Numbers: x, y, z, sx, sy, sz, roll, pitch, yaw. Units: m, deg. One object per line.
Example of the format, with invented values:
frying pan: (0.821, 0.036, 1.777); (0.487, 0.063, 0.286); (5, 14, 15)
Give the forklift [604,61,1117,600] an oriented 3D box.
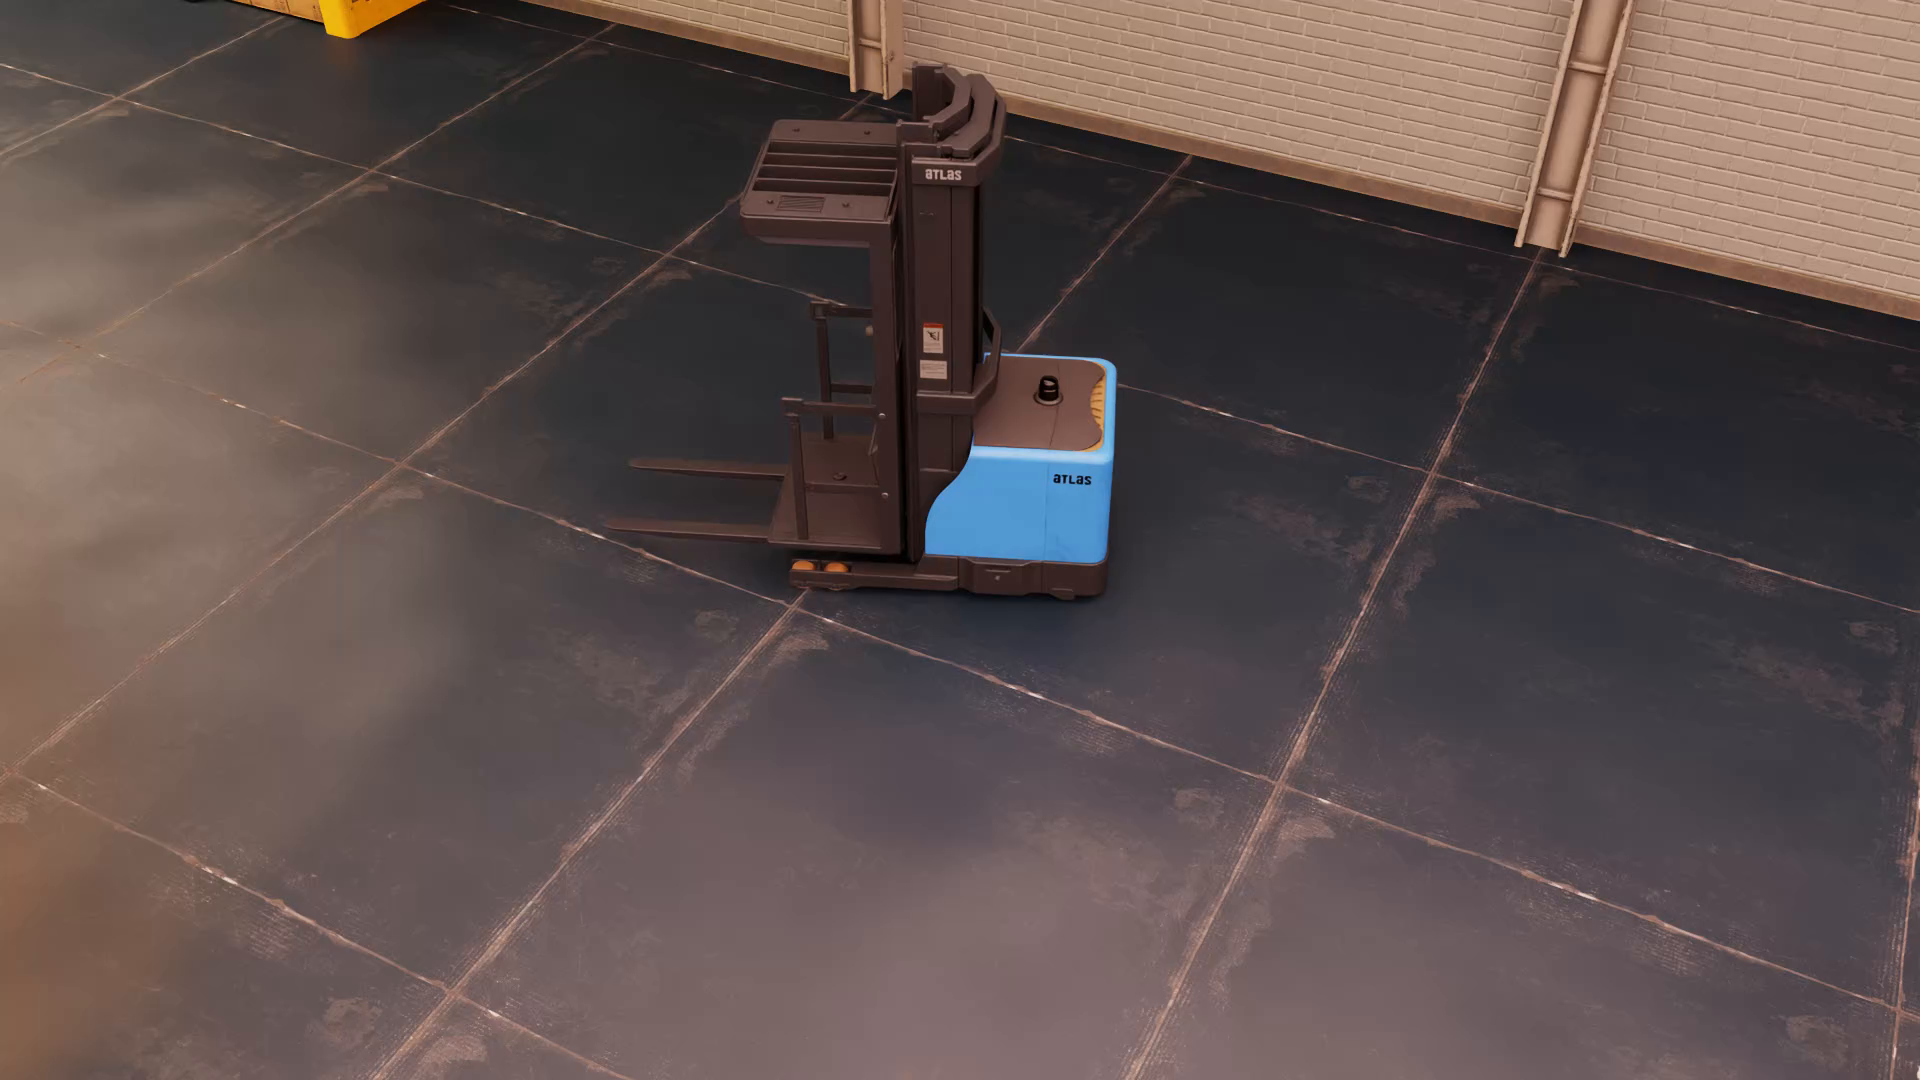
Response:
forklift: (-0.606, -1.157, 9.360); (3.031, 2.935, 1.130); (3, 40, 4)
